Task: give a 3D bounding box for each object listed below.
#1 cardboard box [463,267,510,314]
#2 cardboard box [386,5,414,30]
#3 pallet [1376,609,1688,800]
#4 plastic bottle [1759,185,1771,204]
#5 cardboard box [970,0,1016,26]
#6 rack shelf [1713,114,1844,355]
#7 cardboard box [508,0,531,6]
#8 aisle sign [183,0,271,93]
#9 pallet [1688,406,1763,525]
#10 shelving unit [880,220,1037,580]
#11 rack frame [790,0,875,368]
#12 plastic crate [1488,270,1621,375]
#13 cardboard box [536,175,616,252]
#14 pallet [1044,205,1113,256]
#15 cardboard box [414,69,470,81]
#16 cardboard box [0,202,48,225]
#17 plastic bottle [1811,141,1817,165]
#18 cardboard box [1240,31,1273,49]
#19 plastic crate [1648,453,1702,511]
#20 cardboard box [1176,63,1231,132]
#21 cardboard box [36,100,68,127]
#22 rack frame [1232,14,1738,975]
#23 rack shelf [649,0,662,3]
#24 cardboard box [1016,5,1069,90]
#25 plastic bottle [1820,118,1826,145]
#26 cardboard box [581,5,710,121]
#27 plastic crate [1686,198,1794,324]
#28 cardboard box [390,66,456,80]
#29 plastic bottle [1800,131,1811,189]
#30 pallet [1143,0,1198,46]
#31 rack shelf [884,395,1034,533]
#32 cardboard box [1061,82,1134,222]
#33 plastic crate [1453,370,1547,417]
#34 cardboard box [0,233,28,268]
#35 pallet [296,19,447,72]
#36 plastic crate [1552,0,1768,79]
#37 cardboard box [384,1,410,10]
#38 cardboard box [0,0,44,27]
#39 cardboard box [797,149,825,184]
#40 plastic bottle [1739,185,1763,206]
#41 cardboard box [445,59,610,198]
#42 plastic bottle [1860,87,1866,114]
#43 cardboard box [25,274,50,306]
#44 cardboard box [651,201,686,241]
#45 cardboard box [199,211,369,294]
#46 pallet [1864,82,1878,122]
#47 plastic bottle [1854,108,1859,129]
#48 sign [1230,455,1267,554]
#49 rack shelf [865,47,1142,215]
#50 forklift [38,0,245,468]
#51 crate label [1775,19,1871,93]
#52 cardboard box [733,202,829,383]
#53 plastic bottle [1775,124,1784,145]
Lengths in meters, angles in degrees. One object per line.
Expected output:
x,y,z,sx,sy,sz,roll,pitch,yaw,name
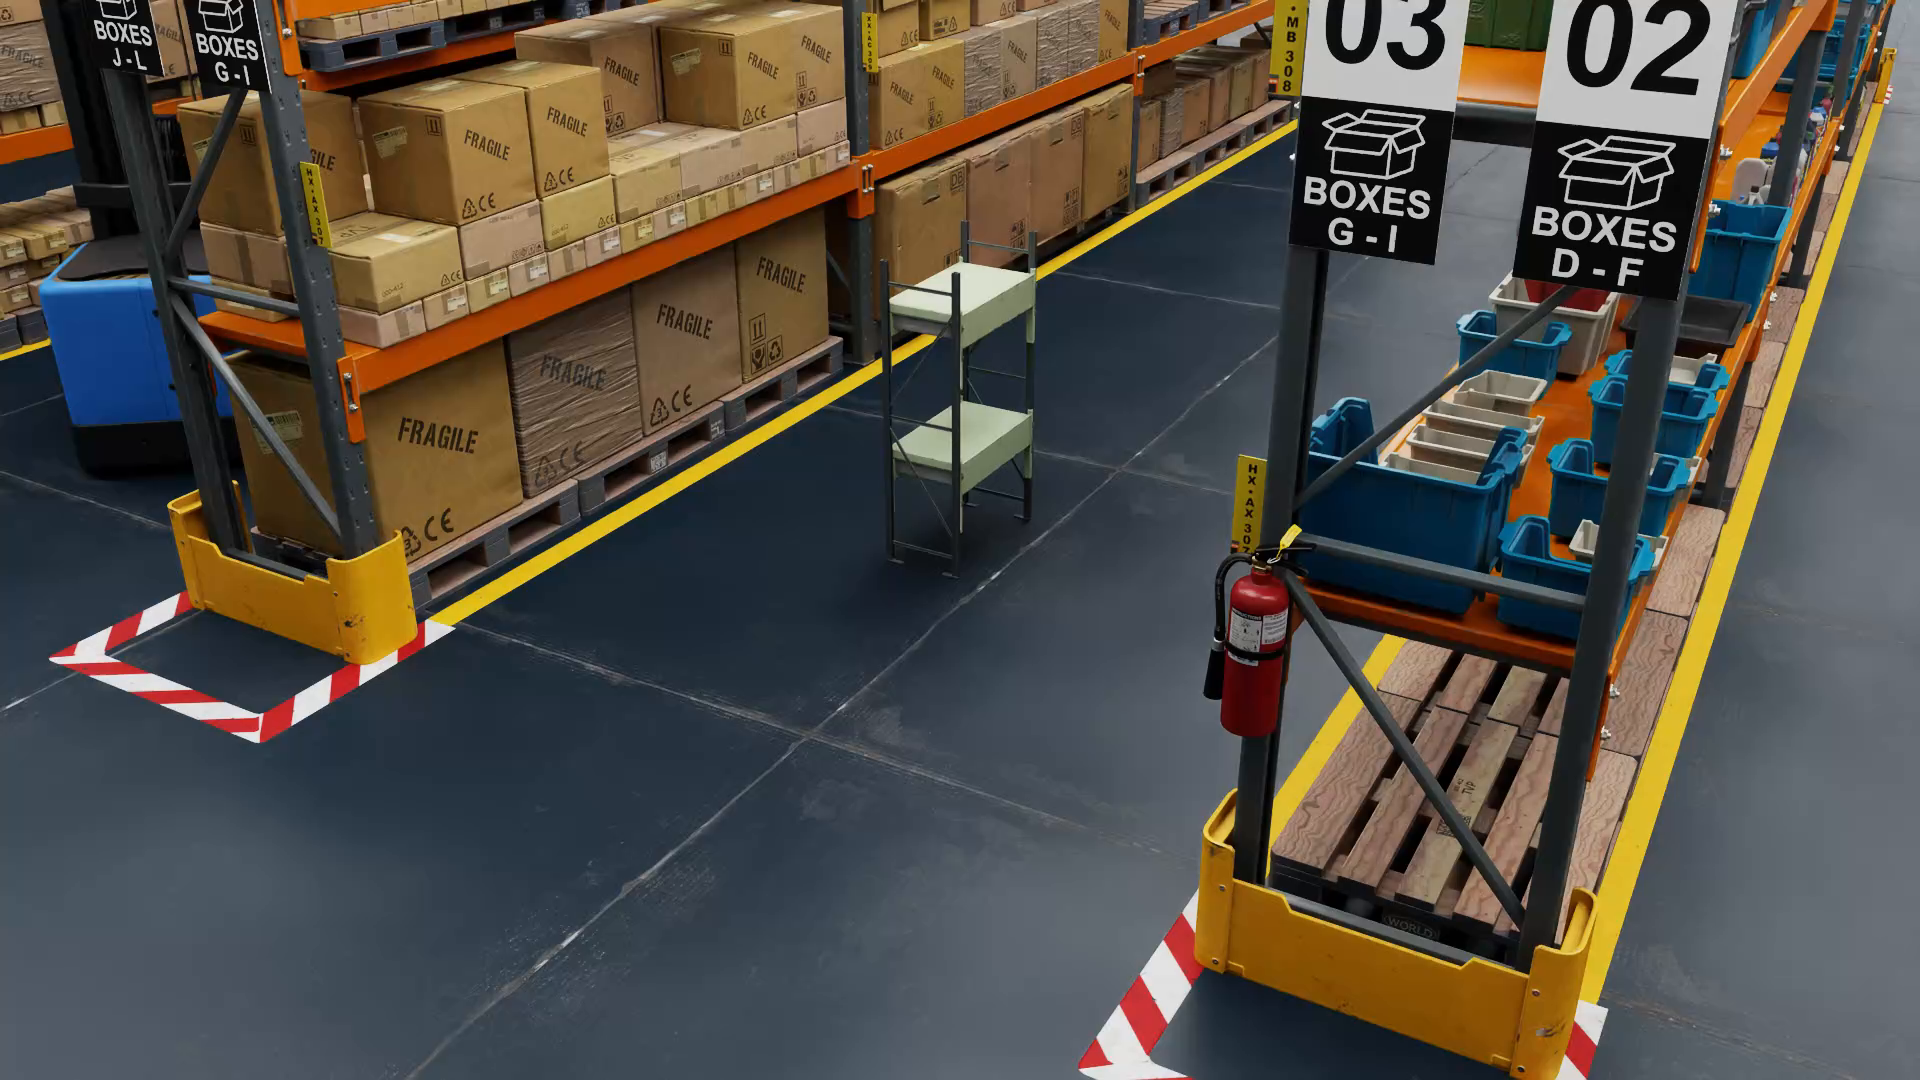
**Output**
-2.257,-1.149,7.475,0.380,0.149,0.250,13,30,25,cardboard box
-4.418,-4.019,12.740,0.380,0.149,0.250,14,30,26,cardboard box
2.384,0.556,6.904,1.003,0.211,1.213,14,30,26,pallet
4.050,-1.647,8.328,0.152,0.276,0.135,14,30,26,plastic bottle
-0.055,-3.809,11.275,0.797,0.503,0.637,15,30,28,cardboard box
4.295,-1.921,9.541,1.077,0.370,4.000,14,30,26,rack shelf
-3.780,-4.528,13.756,0.380,0.149,0.250,15,30,28,cardboard box
-2.743,-2.064,6.117,0.394,0.787,0.004,14,30,26,aisle sign
3.727,-0.508,9.029,1.003,0.211,1.213,14,30,26,pallet
0.003,-0.673,7.919,0.431,1.500,0.755,14,30,26,shelving unit
-1.001,-2.554,10.001,1.000,3.000,0.127,14,30,26,rack frame
2.399,-0.883,6.728,0.437,0.282,0.530,14,30,26,plastic crate
-1.998,-1.588,7.906,0.500,0.250,0.500,13,29,24,cardboard box
0.513,-2.575,13.159,1.003,0.211,1.213,14,30,26,pallet
-4.162,-3.727,13.829,0.500,0.250,0.500,15,30,28,cardboard box
-6.411,-2.173,11.290,0.380,0.149,0.250,14,30,26,cardboard box
4.930,-2.285,9.687,0.097,0.201,0.097,0,27,0,plastic bottle
3.166,-4.889,16.989,0.500,0.500,0.500,13,29,25,cardboard box
2.315,-0.208,5.543,0.250,0.136,0.298,14,30,26,plastic crate
2.087,-4.116,15.423,0.700,0.500,0.500,12,29,22,cardboard box
-5.913,-2.785,10.744,0.380,0.149,0.250,15,30,27,cardboard box
1.343,0.095,4.708,1.000,3.000,0.127,14,30,26,rack frame
-2.318,-5.702,17.094,1.077,0.370,4.000,14,30,26,rack shelf
0.436,-3.515,11.809,0.500,0.500,0.500,13,29,24,cardboard box
5.217,-2.513,10.141,0.097,0.201,0.097,0,27,0,plastic bottle
-1.709,-2.635,9.160,0.500,0.500,0.500,14,30,26,cardboard box
3.378,-1.226,7.299,0.392,0.384,0.575,14,30,26,plastic crate
-4.612,-3.844,14.063,0.500,0.250,0.500,13,29,24,cardboard box
4.618,-2.126,9.202,0.144,0.351,0.185,14,30,26,plastic bottle
1.224,-4.328,13.760,1.213,0.211,1.003,14,30,26,pallet
0.003,-0.382,8.065,0.431,0.370,0.720,14,30,26,rack shelf
0.609,-3.086,12.969,1.225,0.875,0.875,13,29,24,cardboard box
1.987,-0.514,6.154,0.298,0.136,0.250,14,30,26,plastic crate
-6.223,-1.860,10.666,0.380,0.149,0.250,15,30,28,cardboard box
-4.767,-3.866,12.836,1.003,0.211,1.213,14,30,26,pallet
1.775,-1.276,4.243,0.497,0.269,0.590,14,30,26,plastic crate
-4.423,-4.149,12.666,0.380,0.149,0.250,15,30,27,cardboard box
-6.020,-3.463,10.257,0.500,0.500,0.500,13,29,25,cardboard box
-0.993,-2.150,9.475,0.380,0.149,0.250,15,30,27,cardboard box
3.786,-1.523,7.997,0.144,0.351,0.185,14,30,26,plastic bottle
-2.002,-1.922,7.737,0.500,0.500,0.500,13,30,25,cardboard box
8.544,-4.214,15.869,0.152,0.276,0.135,14,30,26,plastic bottle
-6.066,-1.666,10.942,0.380,0.149,0.250,13,29,24,cardboard box
-1.624,-1.651,8.478,0.380,0.149,0.250,15,30,27,cardboard box
-2.962,-1.309,7.348,0.500,0.250,0.500,14,30,25,cardboard box
8.813,-4.538,17.079,1.003,0.211,1.213,14,30,26,pallet
8.097,-3.890,15.138,0.144,0.351,0.185,13,29,24,plastic bottle
0.856,-0.092,4.901,0.100,0.325,0.005,14,30,26,sign
-0.018,-3.012,11.719,1.077,0.370,4.000,14,30,26,rack shelf
-4.446,-2.331,9.631,1.130,2.935,3.031,-4,27,-9,forklift
6.003,-3.366,11.583,0.502,0.435,0.616,14,30,26,crate label
-1.396,-1.552,9.904,0.875,0.875,0.875,14,30,26,cardboard box
4.672,-2.233,9.490,0.061,0.283,0.133,14,30,26,plastic bottle
